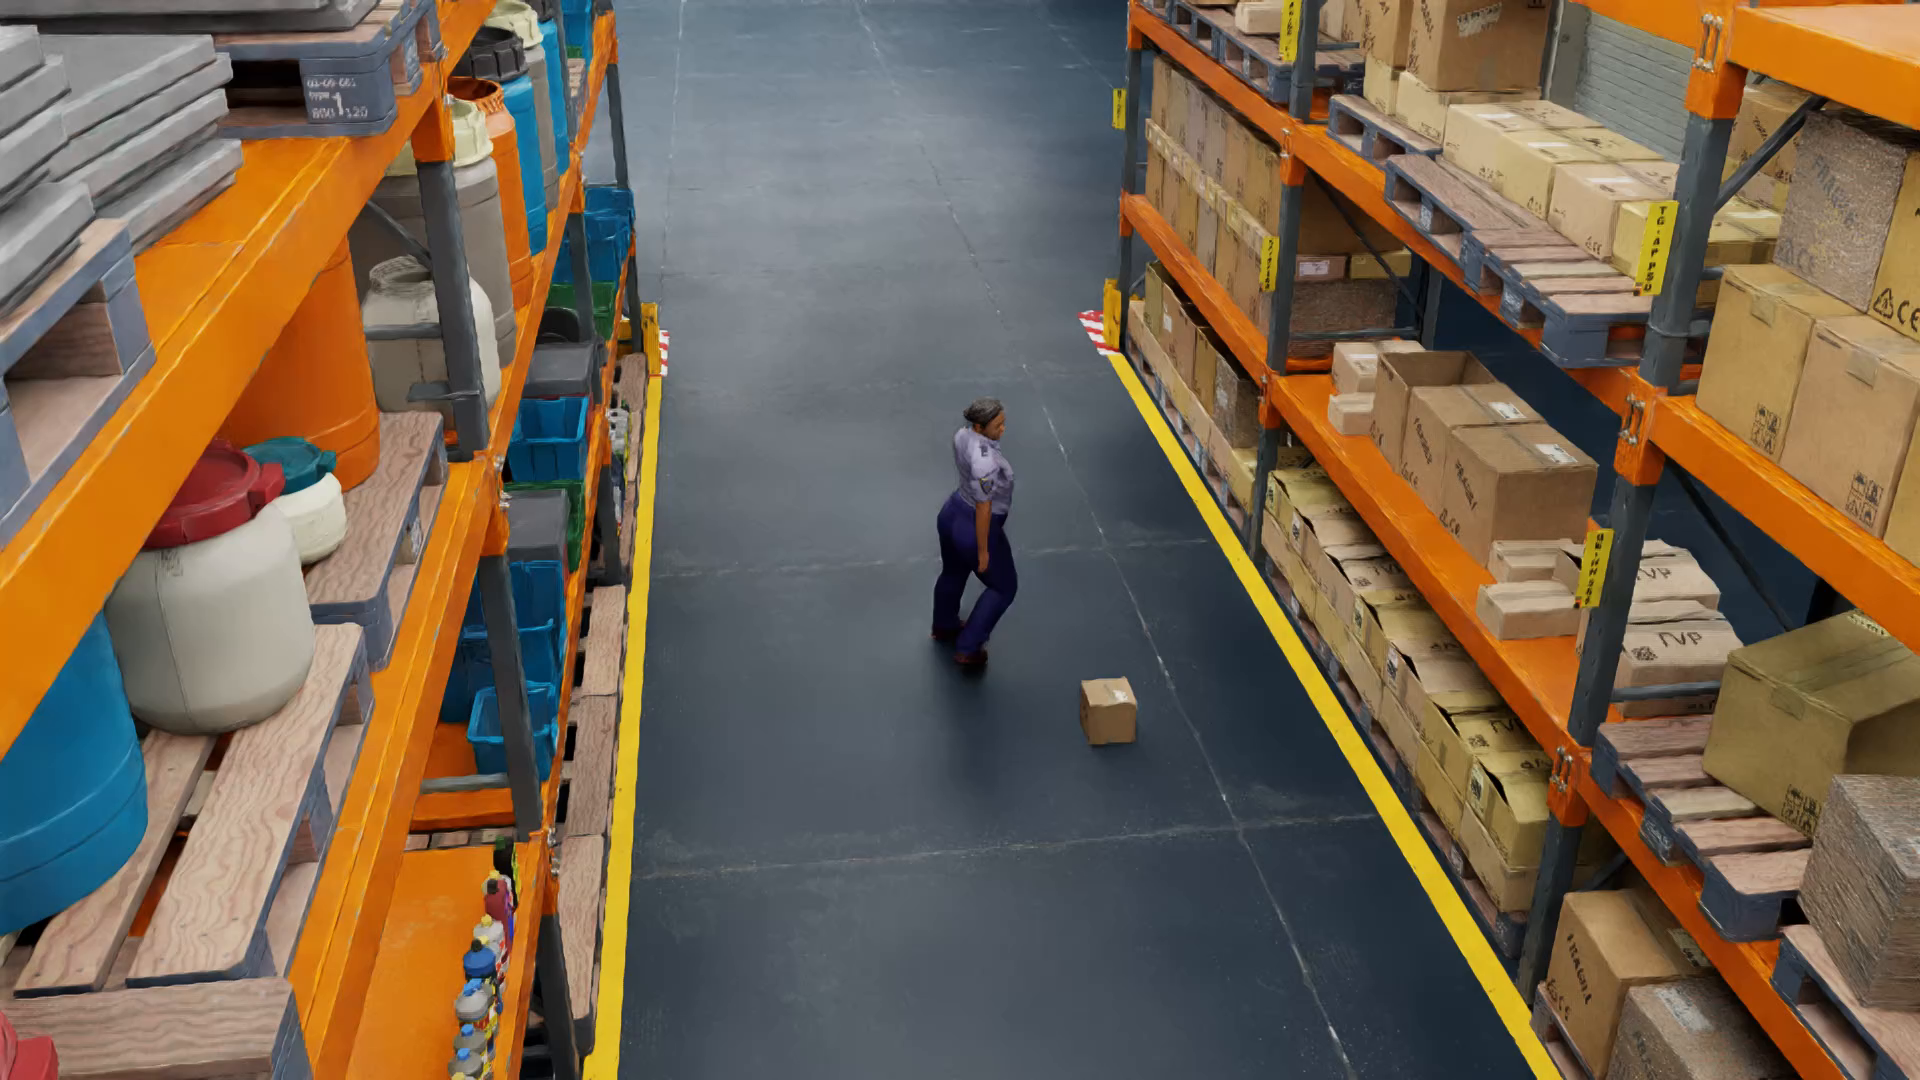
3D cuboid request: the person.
[{"bbox_3d":[0.066,-0.074,9.251,0.406,1.618,0.569,-12,30,-22],"label":"person"}]
